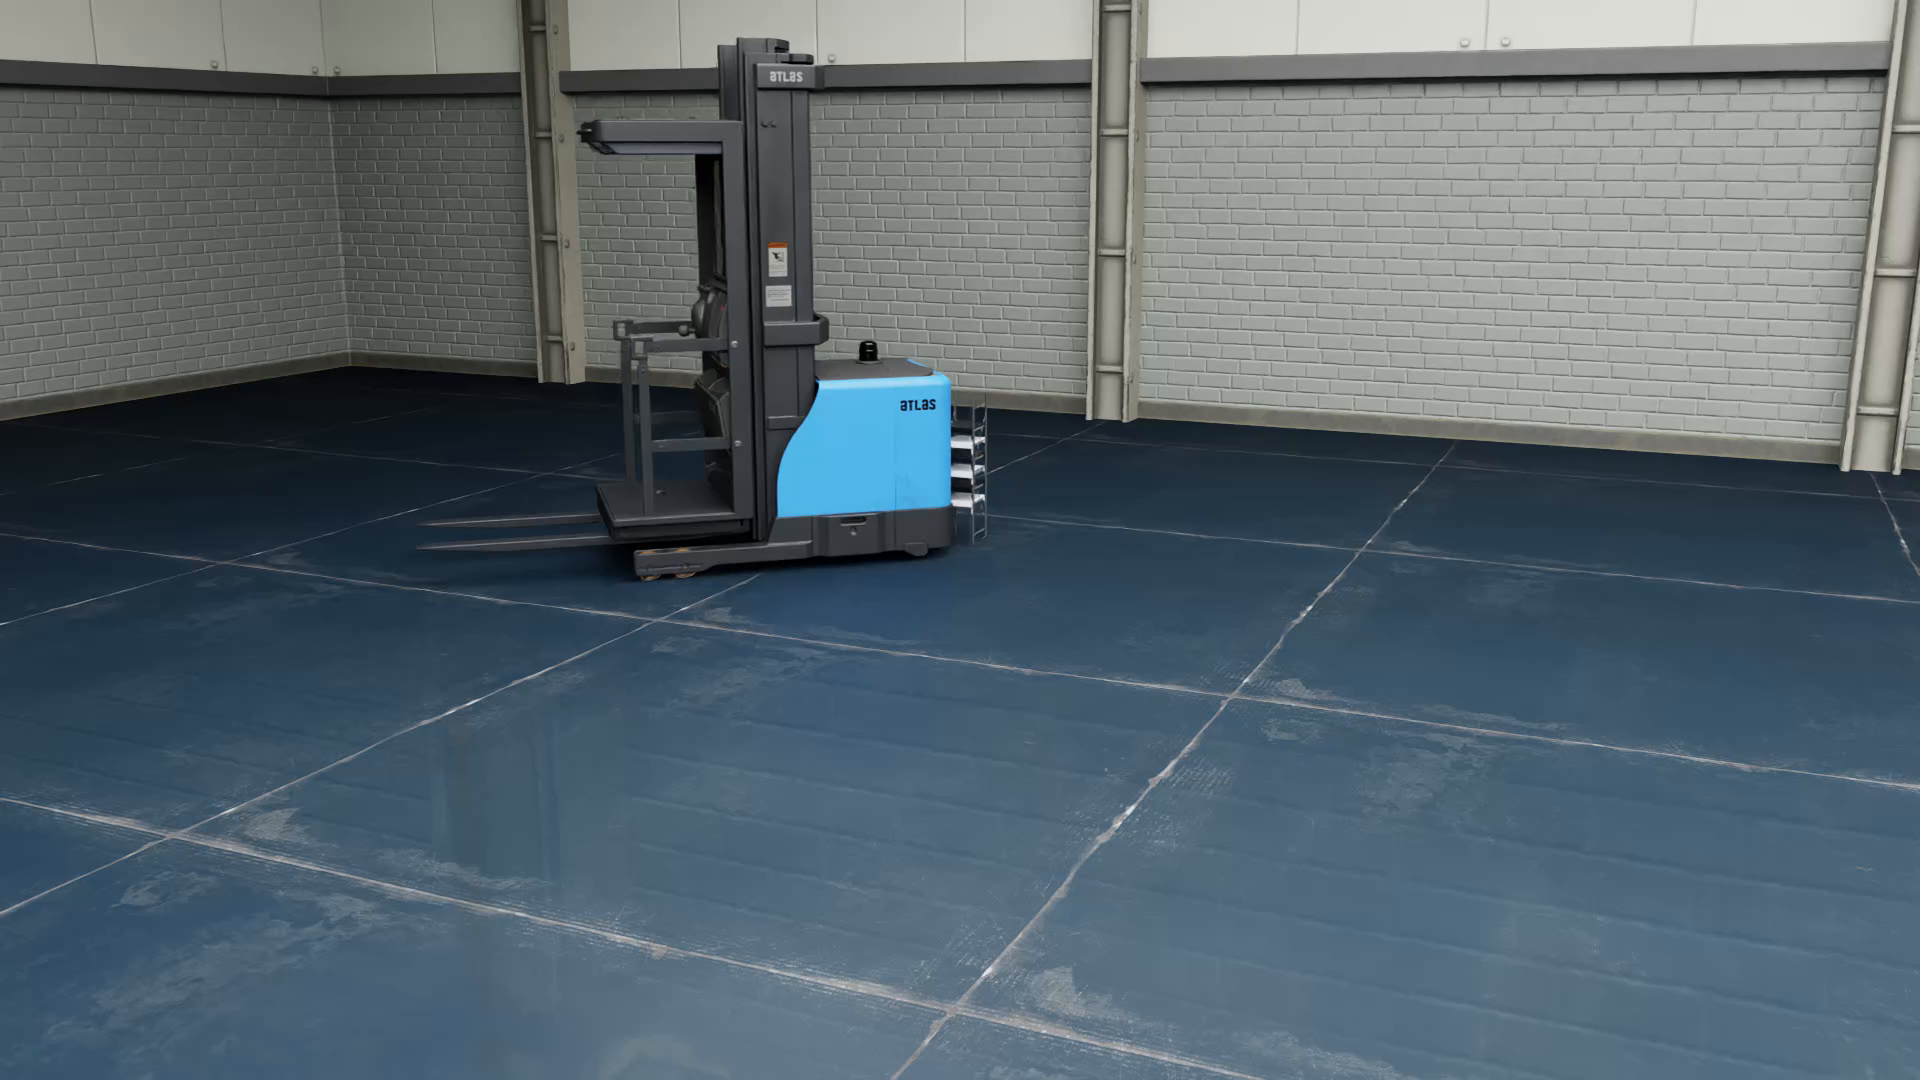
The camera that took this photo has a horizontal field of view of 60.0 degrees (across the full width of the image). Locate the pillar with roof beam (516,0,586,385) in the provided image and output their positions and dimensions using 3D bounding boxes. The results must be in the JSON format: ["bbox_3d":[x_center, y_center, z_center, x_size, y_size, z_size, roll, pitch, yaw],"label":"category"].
[{"bbox_3d":[-5.868,-5.126,12.400,0.400,9.000,9.100,6,14,23],"label":"pillar with roof beam"}]

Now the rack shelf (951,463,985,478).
[{"bbox_3d":[0.025,-0.406,10.162,0.200,0.077,0.258,5,14,20],"label":"rack shelf"}]

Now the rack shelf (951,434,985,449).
[{"bbox_3d":[0.025,-0.581,10.121,0.200,0.077,0.258,5,14,20],"label":"rack shelf"}]

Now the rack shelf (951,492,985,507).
[{"bbox_3d":[0.025,-0.231,10.203,0.200,0.077,0.258,5,14,20],"label":"rack shelf"}]

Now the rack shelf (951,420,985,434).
[{"bbox_3d":[0.025,-0.669,10.100,0.200,0.077,0.258,5,14,20],"label":"rack shelf"}]

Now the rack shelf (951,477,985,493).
[{"bbox_3d":[0.025,-0.319,10.183,0.200,0.077,0.258,5,14,20],"label":"rack shelf"}]

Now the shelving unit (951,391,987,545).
[{"bbox_3d":[0.025,-0.439,10.155,0.210,0.900,0.258,5,14,20],"label":"shelving unit"}]

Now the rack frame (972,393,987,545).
[{"bbox_3d":[0.119,-0.430,10.119,0.006,0.900,0.240,5,14,20],"label":"rack frame"}]

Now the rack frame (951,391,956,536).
[{"bbox_3d":[-0.070,-0.447,10.190,0.006,0.900,0.240,5,14,20],"label":"rack frame"}]

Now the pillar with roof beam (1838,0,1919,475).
[{"bbox_3d":[5.104,-4.015,7.668,0.400,9.000,9.100,6,14,23],"label":"pillar with roof beam"}]

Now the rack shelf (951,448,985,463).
[{"bbox_3d":[0.025,-0.494,10.142,0.200,0.077,0.258,5,14,20],"label":"rack shelf"}]

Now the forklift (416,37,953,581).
[{"bbox_3d":[-1.615,-1.334,9.526,3.031,2.935,1.130,-4,14,-16],"label":"forklift"}]

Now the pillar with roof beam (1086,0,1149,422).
[{"bbox_3d":[-0.382,-4.570,10.034,0.400,9.000,9.100,6,14,23],"label":"pillar with roof beam"}]
